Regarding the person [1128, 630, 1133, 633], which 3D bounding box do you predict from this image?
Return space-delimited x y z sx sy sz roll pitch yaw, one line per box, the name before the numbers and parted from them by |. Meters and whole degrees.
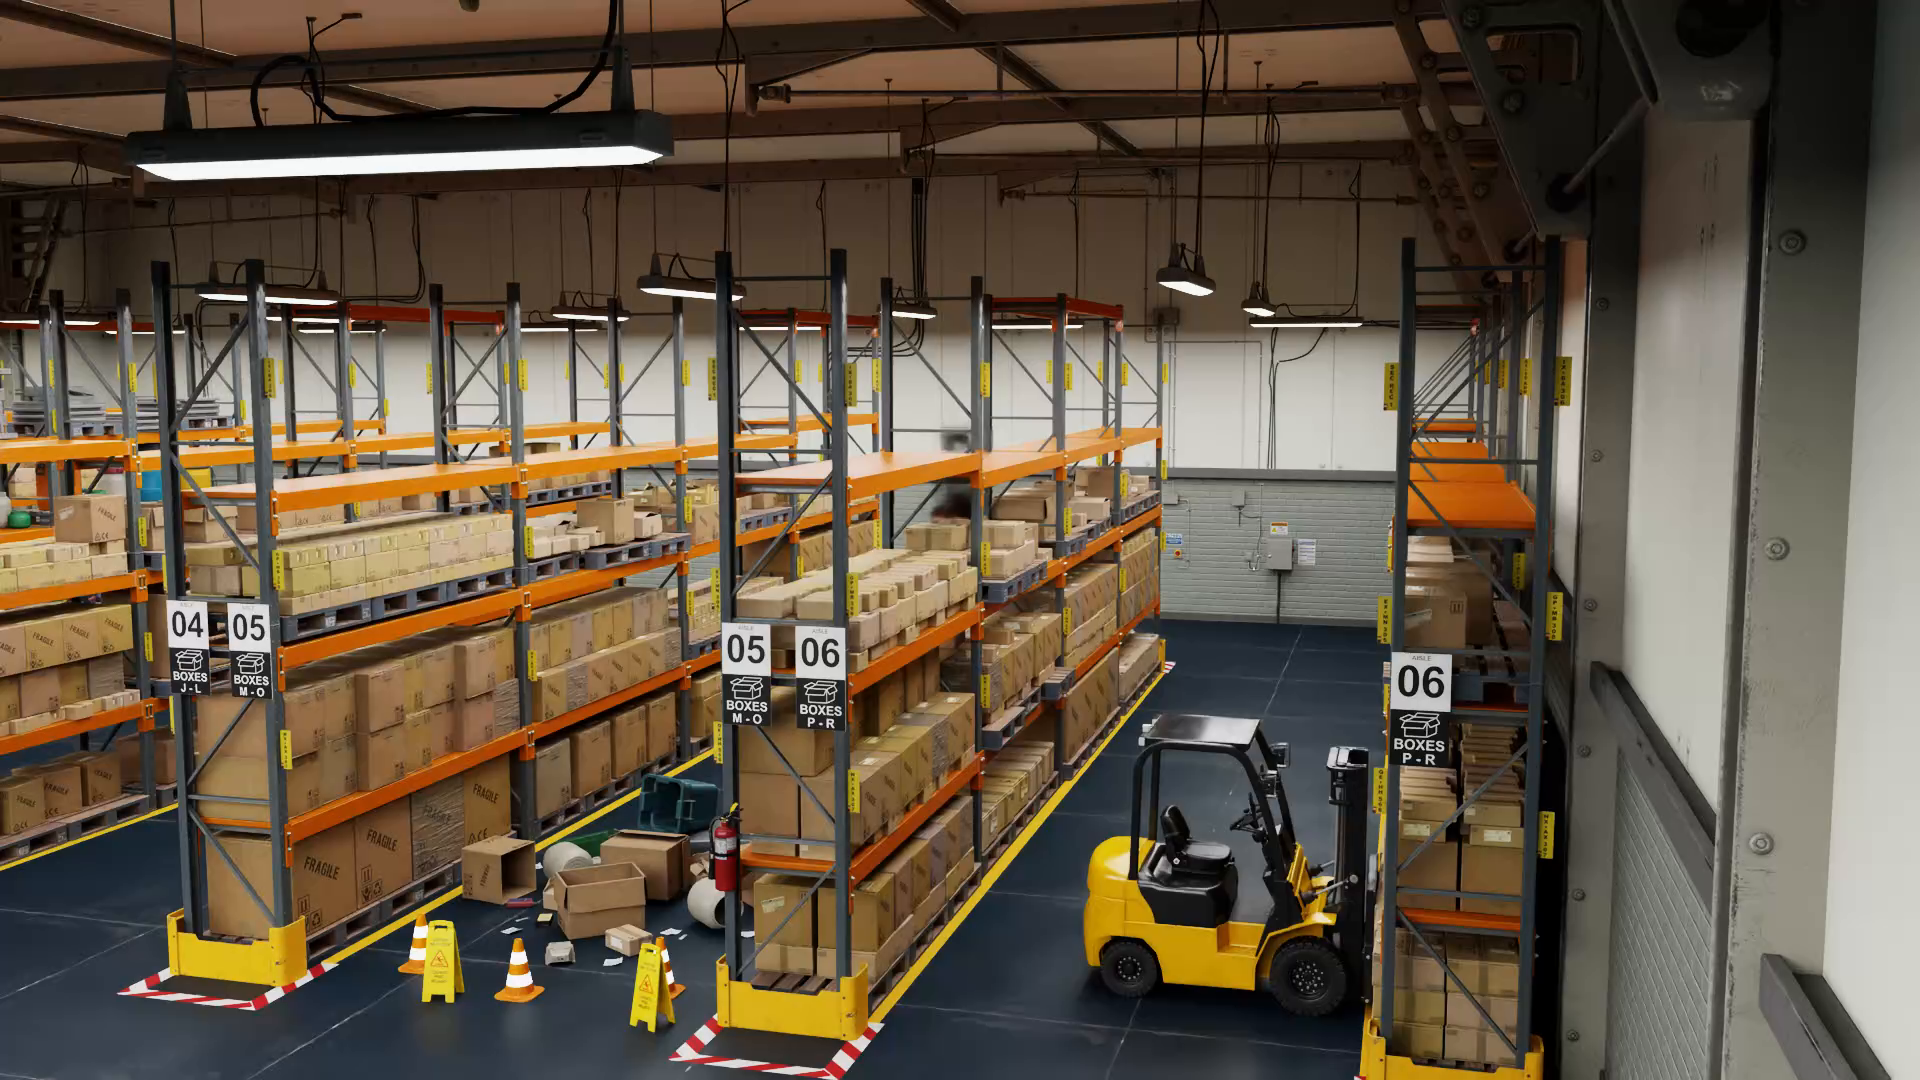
person | 2.806 1.168 29.581 0.741 1.819 0.684 2 6 20
